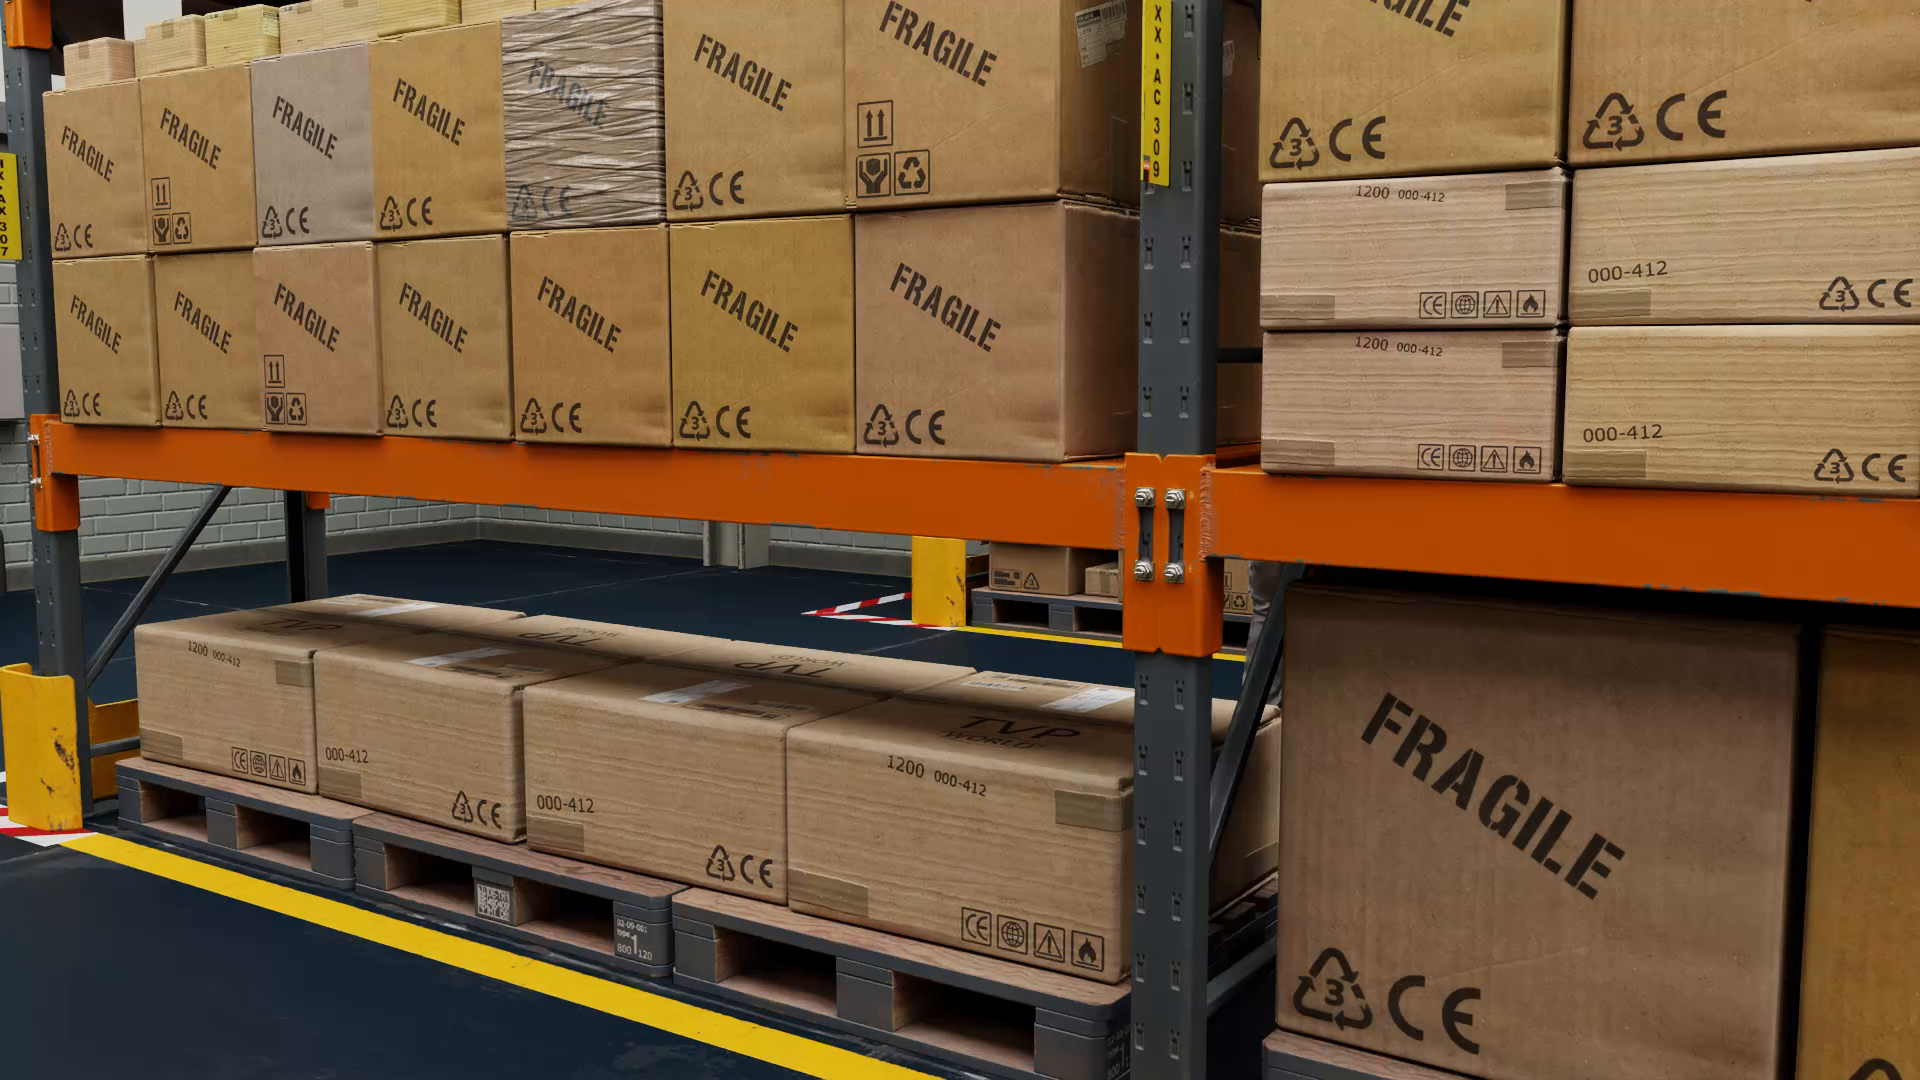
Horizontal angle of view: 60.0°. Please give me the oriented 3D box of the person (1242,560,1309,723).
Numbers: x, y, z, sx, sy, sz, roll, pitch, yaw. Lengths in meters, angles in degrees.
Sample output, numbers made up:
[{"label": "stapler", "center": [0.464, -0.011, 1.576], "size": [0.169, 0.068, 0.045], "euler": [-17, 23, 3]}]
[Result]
[{"label": "person", "center": [1.329, -0.086, 6.459], "size": [0.619, 1.775, 0.446], "euler": [4, 8, 34]}]
